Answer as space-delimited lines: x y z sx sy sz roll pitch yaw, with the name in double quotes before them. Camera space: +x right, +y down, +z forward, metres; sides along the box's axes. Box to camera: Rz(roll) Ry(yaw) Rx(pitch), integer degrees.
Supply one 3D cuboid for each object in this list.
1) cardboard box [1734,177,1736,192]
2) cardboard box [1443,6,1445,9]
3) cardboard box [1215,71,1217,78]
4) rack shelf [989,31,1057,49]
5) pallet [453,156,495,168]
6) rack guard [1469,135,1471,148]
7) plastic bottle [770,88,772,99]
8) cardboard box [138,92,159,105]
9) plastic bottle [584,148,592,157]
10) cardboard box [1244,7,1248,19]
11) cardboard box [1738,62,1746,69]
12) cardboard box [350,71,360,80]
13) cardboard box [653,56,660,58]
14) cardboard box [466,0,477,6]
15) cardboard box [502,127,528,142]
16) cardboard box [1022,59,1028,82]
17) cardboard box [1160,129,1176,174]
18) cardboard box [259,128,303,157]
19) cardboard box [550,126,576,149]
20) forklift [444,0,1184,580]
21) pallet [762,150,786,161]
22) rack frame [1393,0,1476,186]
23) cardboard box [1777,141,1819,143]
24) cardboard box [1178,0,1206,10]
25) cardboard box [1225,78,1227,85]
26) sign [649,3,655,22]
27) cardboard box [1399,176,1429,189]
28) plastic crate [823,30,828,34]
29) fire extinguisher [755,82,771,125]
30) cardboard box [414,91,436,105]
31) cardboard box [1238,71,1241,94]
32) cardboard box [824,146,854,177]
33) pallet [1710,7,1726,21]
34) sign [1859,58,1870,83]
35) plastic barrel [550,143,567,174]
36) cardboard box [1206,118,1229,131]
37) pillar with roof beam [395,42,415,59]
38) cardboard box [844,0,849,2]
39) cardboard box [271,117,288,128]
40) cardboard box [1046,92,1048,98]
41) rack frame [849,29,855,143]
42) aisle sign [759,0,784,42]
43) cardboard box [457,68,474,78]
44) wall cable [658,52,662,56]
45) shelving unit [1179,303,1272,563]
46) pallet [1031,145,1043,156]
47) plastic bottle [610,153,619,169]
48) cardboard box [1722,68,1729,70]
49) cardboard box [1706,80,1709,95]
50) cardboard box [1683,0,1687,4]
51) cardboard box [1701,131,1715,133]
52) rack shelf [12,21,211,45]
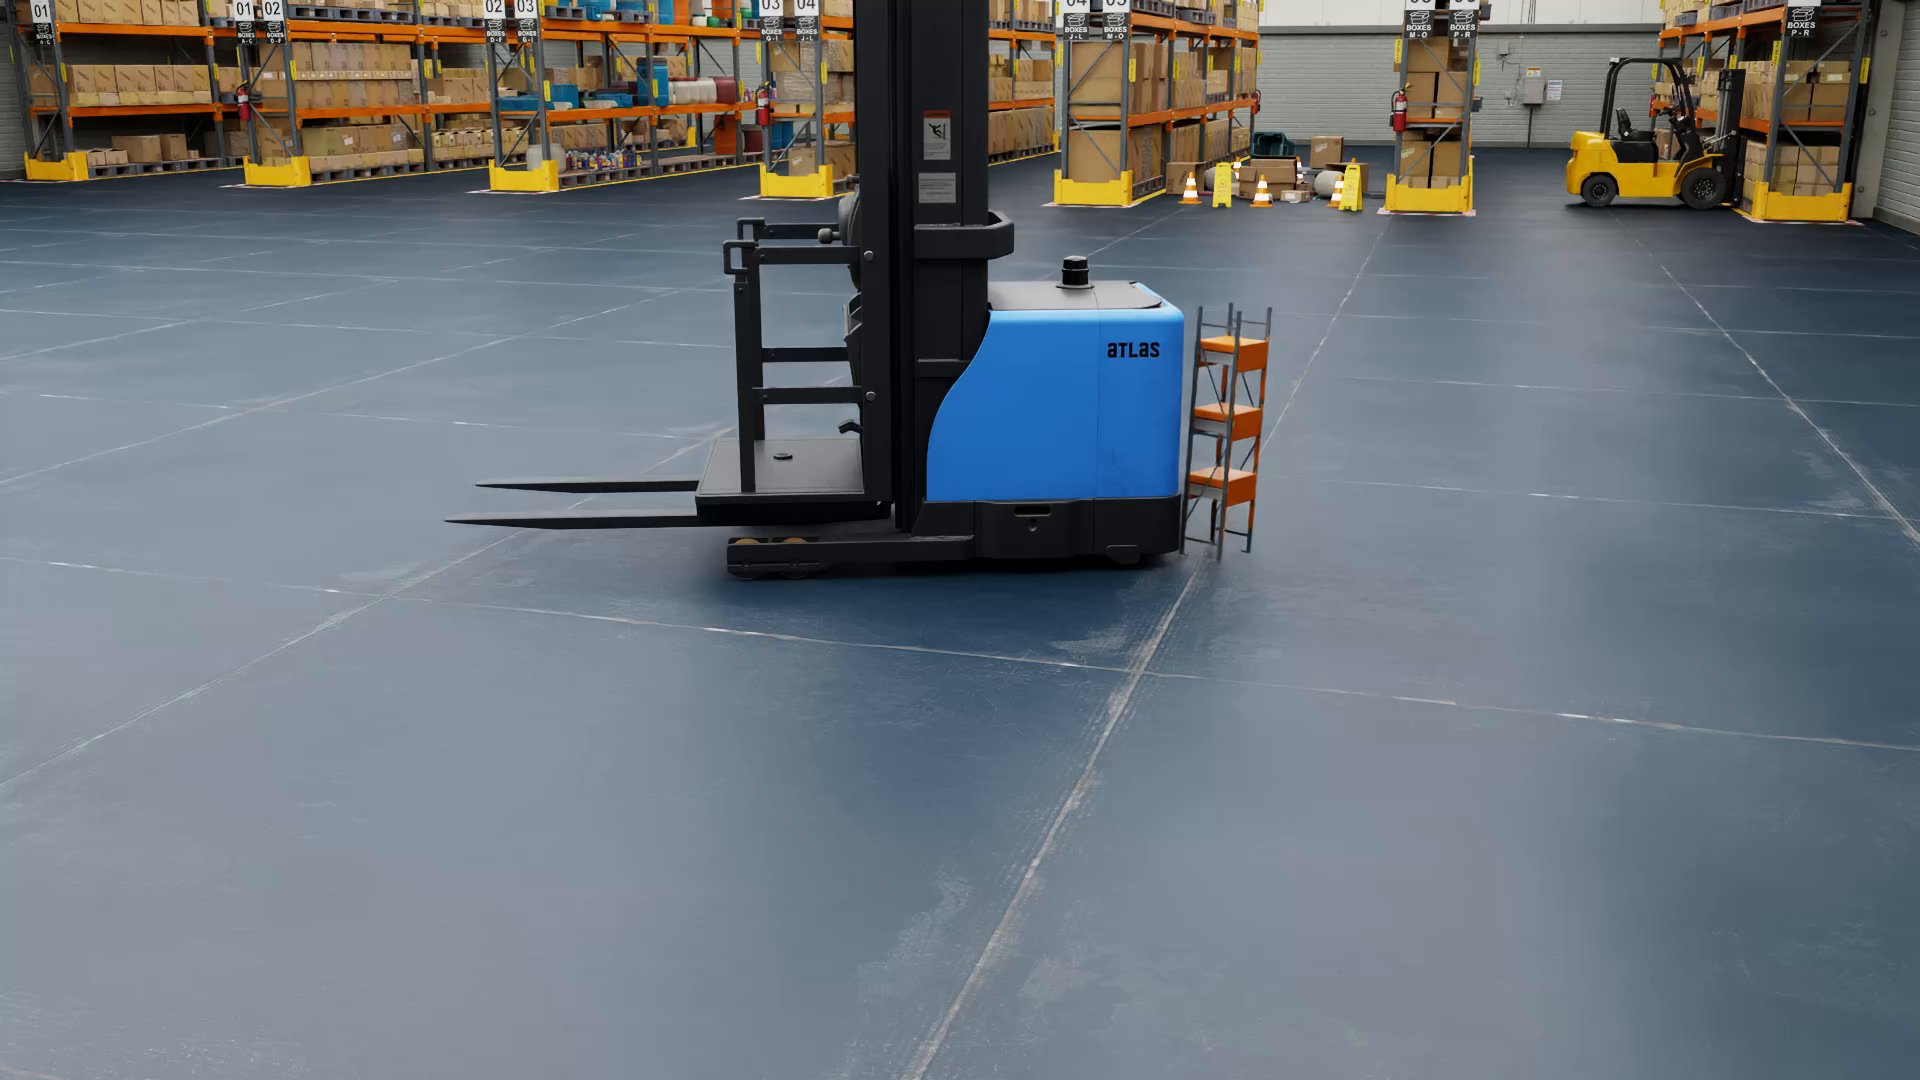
"cardboard box" 11.840 -5.304 24.803 0.500 0.250 0.500 5 17 18
"cardboard box" 7.543 -8.433 26.527 0.380 0.149 0.250 5 16 16
"cardboard box" 5.084 -9.597 34.269 0.380 0.149 0.250 4 16 15
"rack shelf" 1.299 -11.793 39.230 1.077 0.370 4.000 5 16 16
"pallet" -10.523 -8.023 35.229 1.003 0.211 1.213 5 16 16
"rack guard" 11.376 -9.254 39.040 1.175 0.500 0.348 5 16 16
"plastic bottle" -4.278 -9.979 37.104 0.144 0.351 0.185 5 16 16
"cardboard box" -16.053 -8.628 32.488 0.500 0.250 0.500 5 17 16
"plastic bottle" -6.972 -7.172 31.168 0.144 0.351 0.185 4 16 14
"cardboard box" 6.127 -11.741 37.087 0.500 0.250 0.500 5 17 17
"cardboard box" 12.344 -7.370 25.899 0.380 0.149 0.250 5 17 17
"cardboard box" -11.421 -8.650 30.958 0.380 0.149 0.250 5 17 16
"cardboard box" -7.924 -11.977 42.043 0.500 0.500 0.500 5 17 18
"cardboard box" -12.770 -13.736 42.711 0.500 0.500 0.500 5 17 16
"cardboard box" -9.815 -8.888 36.410 0.500 0.311 0.500 5 17 17
"cardboard box" 1.259 -10.838 38.398 0.500 0.500 0.500 5 16 16
"cardboard box" 3.274 -6.958 29.715 1.050 0.750 0.750 5 16 16
"cardboard box" -12.309 -7.206 30.131 0.500 0.500 0.500 5 16 16
"cardboard box" -9.209 -9.269 38.287 0.500 0.500 0.500 4 16 15
"forklift" -0.624 -1.397 6.884 3.031 2.935 1.130 -1 16 -4
"pallet" -4.622 -8.696 37.602 1.003 0.211 1.213 5 16 16
"rack frame" 6.822 -6.264 23.918 1.000 3.000 0.127 5 16 16
"cardboard box" 12.343 -5.746 24.529 0.500 0.250 0.500 4 16 15
"cardboard box" 4.312 -10.069 31.043 0.500 0.311 0.500 5 16 16
"cardboard box" 5.534 -9.866 35.763 0.380 0.149 0.250 5 17 18
"sign" -5.767 -9.865 31.100 0.100 0.325 0.005 5 16 16
"cardboard box" 6.801 -5.382 25.078 0.500 0.250 0.500 5 16 16
"plastic crate" -3.402 -12.240 39.730 0.497 0.269 0.590 5 16 16
"fire extinguisher" -3.154 -7.002 26.659 0.296 0.674 0.183 5 16 16
"cardboard box" -10.941 -8.909 33.516 0.500 0.250 0.500 6 17 19
"cardboard box" 5.974 -10.193 37.039 0.500 0.500 0.500 5 16 16
"cardboard box" -2.153 -6.516 28.616 0.500 0.500 0.500 6 17 21
"pallet" 13.748 -9.141 28.910 1.213 0.211 1.003 5 17 18
"sign" 12.113 -6.291 22.279 0.100 0.325 0.005 5 16 16
"plastic barrel" -7.172 -6.731 29.354 0.421 0.512 0.421 0 16 0
"cardboard box" 5.488 -8.907 35.673 0.500 0.250 0.500 4 16 14
"pillar with roof beam" -10.019 -14.127 40.646 9.100 9.000 0.400 5 16 16
"cardboard box" -2.041 -8.915 27.309 0.380 0.149 0.250 5 16 16
"cardboard box" -15.171 -9.177 36.586 0.500 0.250 0.500 5 16 16
"cardboard box" 1.937 -10.845 40.529 0.380 0.149 0.250 5 16 16
"rack frame" -1.543 -8.079 30.317 1.000 3.000 0.127 5 16 16
"aisle sign" -2.985 -8.291 26.298 0.394 0.787 0.004 5 16 16
"cardboard box" -13.134 -11.800 42.886 0.980 0.700 0.700 4 16 14
"wall cable" -10.430 -15.216 50.173 3.097 2.526 0.112 5 16 16
"shelving unit" 1.111 -0.451 6.970 0.215 1.050 0.252 14 18 38
"pallet" 1.367 -9.344 39.886 1.003 0.211 1.213 5 16 16
"plastic bottle" -6.394 -6.997 30.687 0.152 0.276 0.135 5 17 17
"cardboard box" 14.152 -8.346 30.305 0.500 0.500 0.500 5 17 18
"cardboard box" 13.352 -7.914 29.092 0.500 0.250 0.500 5 17 18
"cardboard box" 14.367 -10.553 32.503 0.380 0.149 0.250 4 16 15
"cardboard box" 13.918 -7.573 31.155 0.380 0.149 0.250 4 16 14
"rack shelf" -16.358 -9.806 32.224 1.077 0.370 4.000 5 16 16
